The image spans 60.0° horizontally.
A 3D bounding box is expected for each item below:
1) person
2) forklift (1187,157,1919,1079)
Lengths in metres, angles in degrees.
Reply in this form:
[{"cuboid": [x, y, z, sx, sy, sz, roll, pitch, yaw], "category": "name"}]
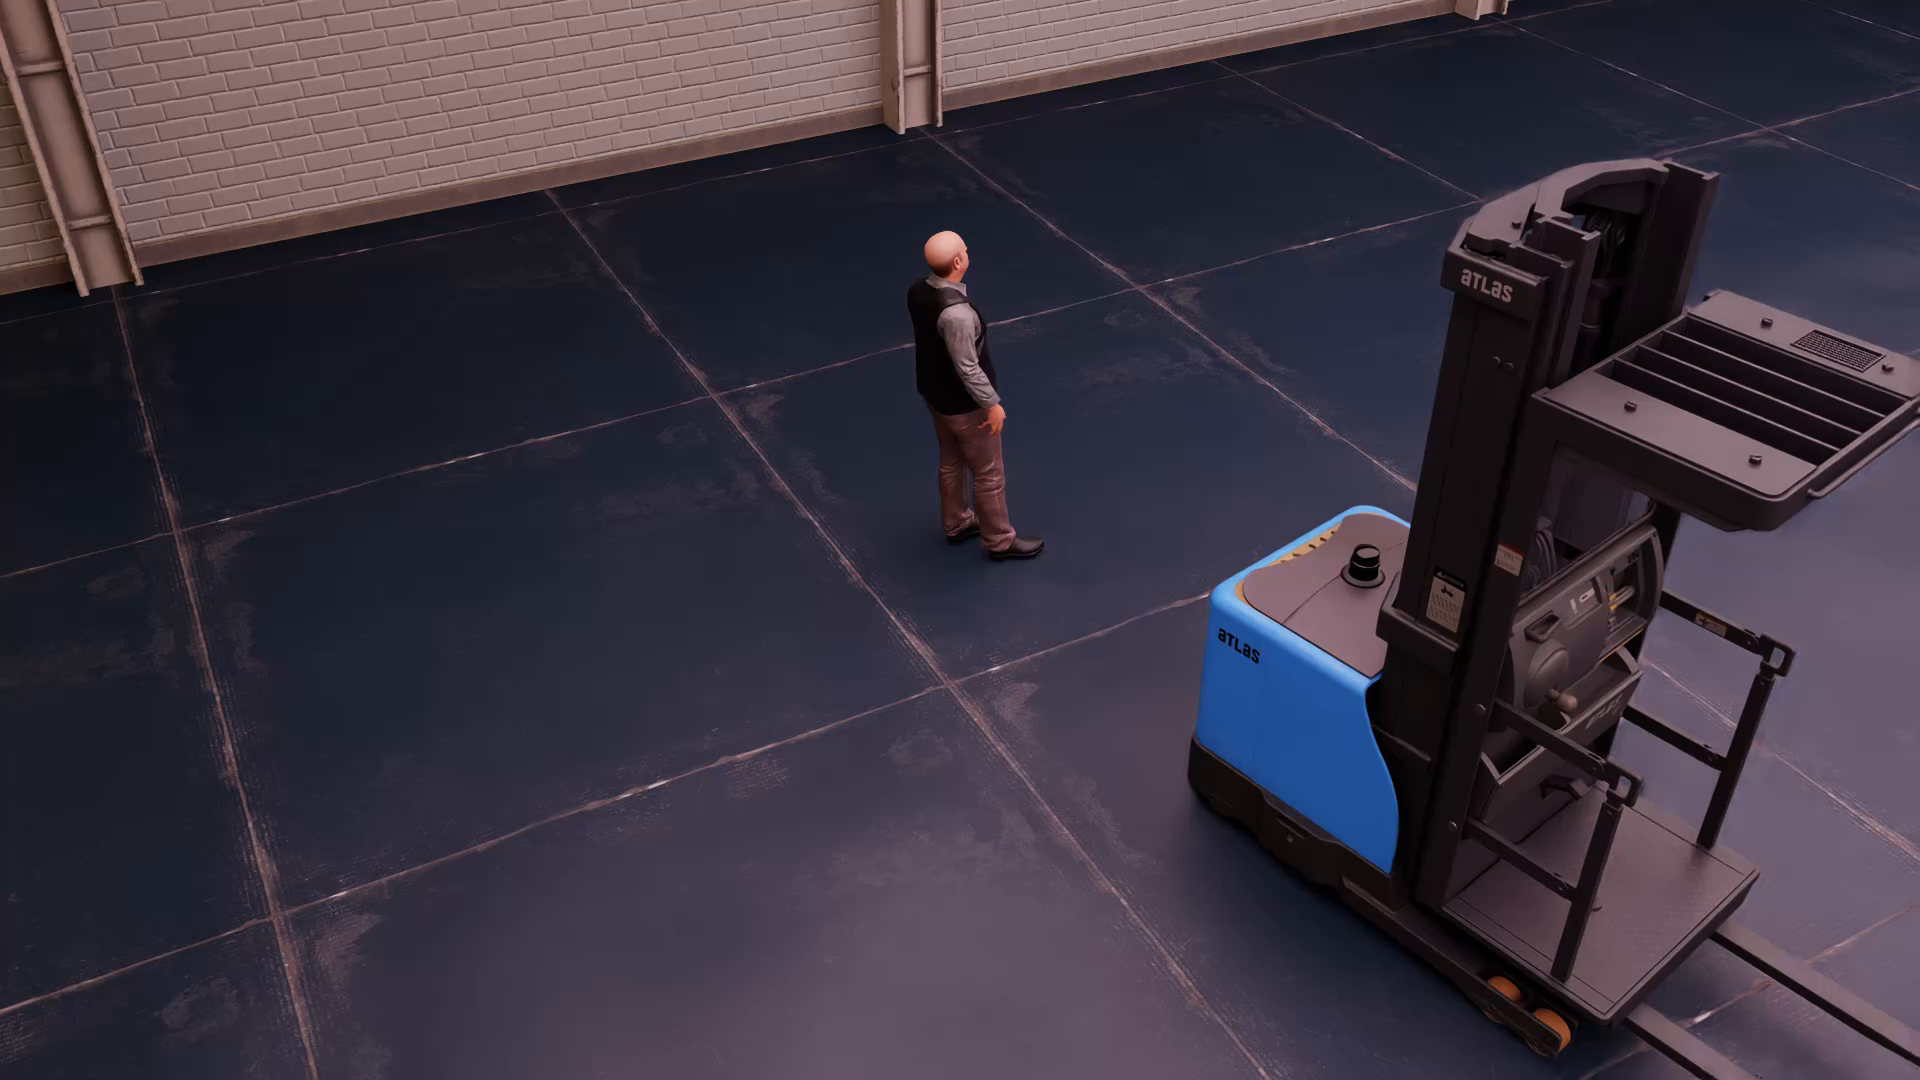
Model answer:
[{"cuboid": [0.058, -0.721, 8.179, 0.568, 1.720, 0.632, -17, 39, -23], "category": "person"}, {"cuboid": [2.314, 0.335, 5.649, 1.130, 2.935, 3.031, -26, 43, -32], "category": "forklift"}]
